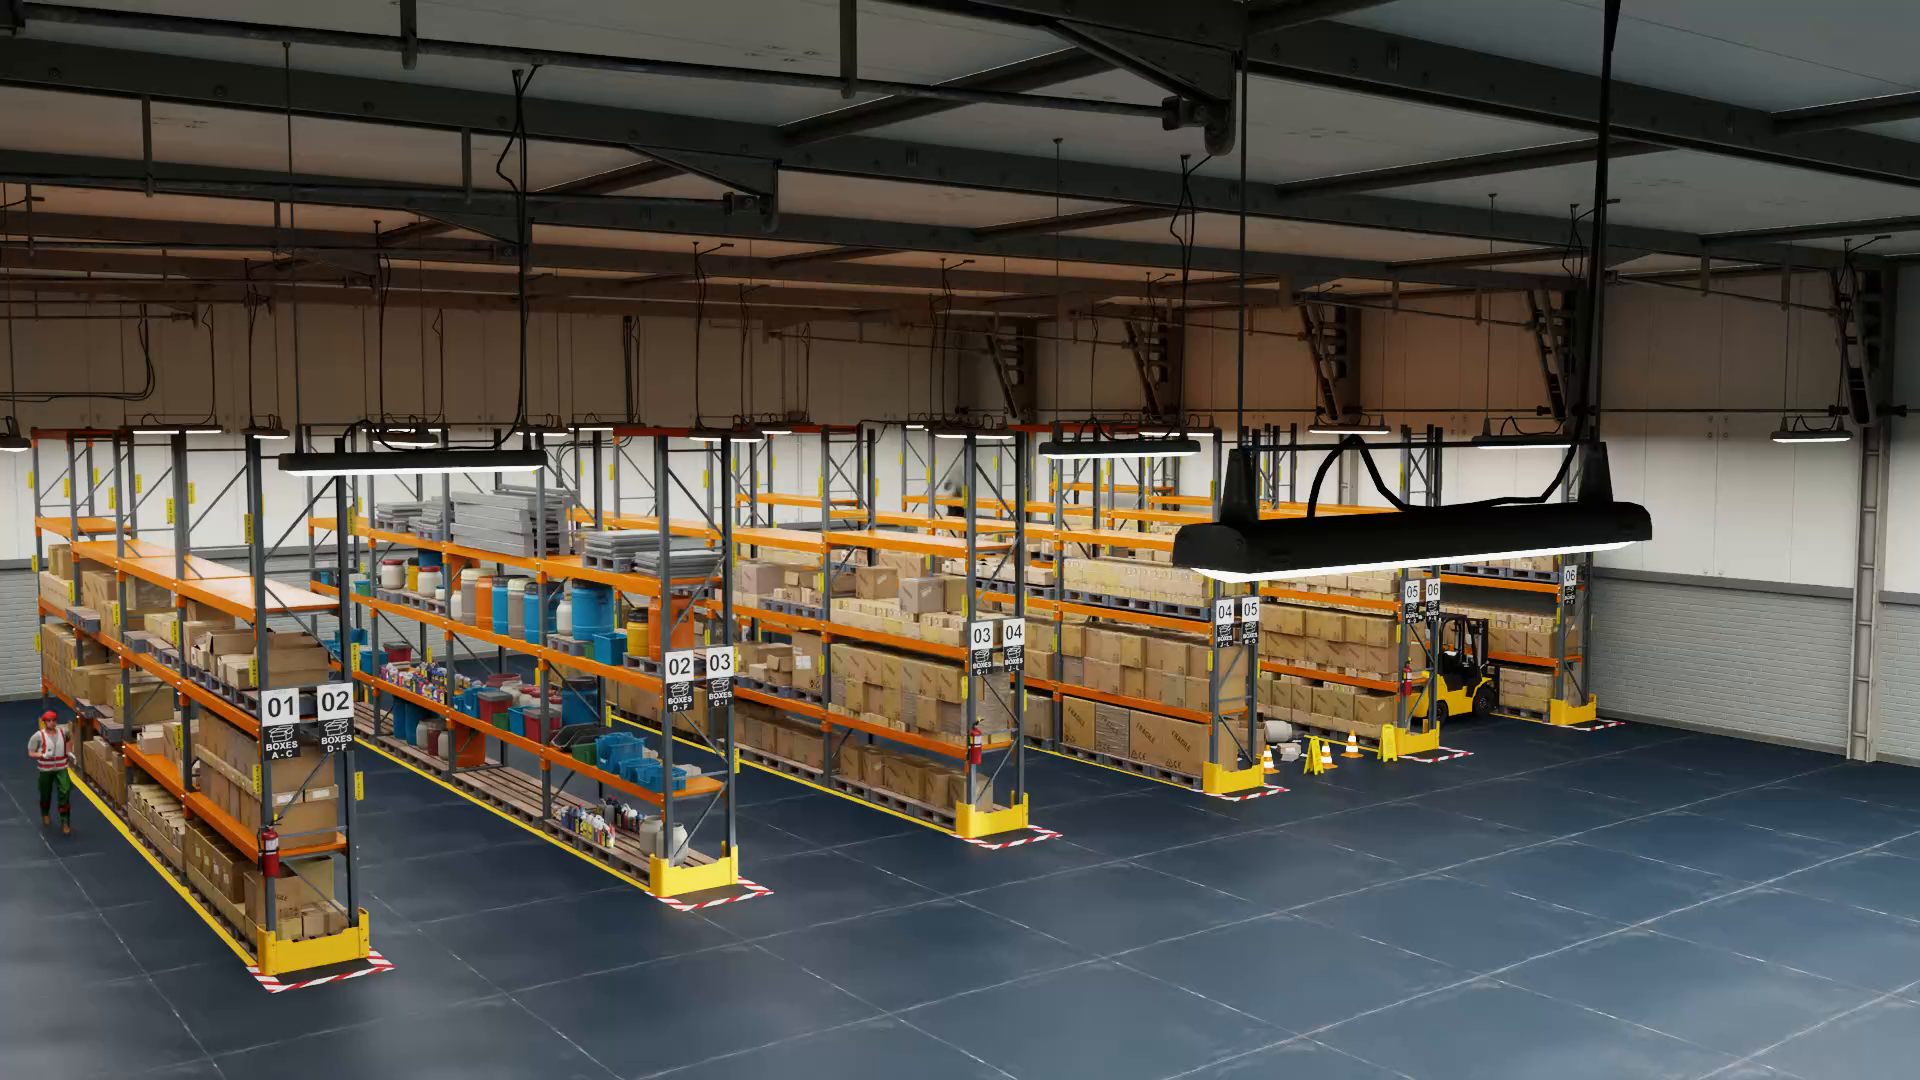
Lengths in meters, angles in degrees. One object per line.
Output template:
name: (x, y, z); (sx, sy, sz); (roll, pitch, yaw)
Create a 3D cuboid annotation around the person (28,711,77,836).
person: (-13.574, 3.455, 24.899); (0.661, 1.813, 0.929); (-4, 6, -40)

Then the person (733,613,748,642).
person: (-5.589, 2.201, 41.853); (0.985, 1.705, 0.689); (0, 4, -3)
